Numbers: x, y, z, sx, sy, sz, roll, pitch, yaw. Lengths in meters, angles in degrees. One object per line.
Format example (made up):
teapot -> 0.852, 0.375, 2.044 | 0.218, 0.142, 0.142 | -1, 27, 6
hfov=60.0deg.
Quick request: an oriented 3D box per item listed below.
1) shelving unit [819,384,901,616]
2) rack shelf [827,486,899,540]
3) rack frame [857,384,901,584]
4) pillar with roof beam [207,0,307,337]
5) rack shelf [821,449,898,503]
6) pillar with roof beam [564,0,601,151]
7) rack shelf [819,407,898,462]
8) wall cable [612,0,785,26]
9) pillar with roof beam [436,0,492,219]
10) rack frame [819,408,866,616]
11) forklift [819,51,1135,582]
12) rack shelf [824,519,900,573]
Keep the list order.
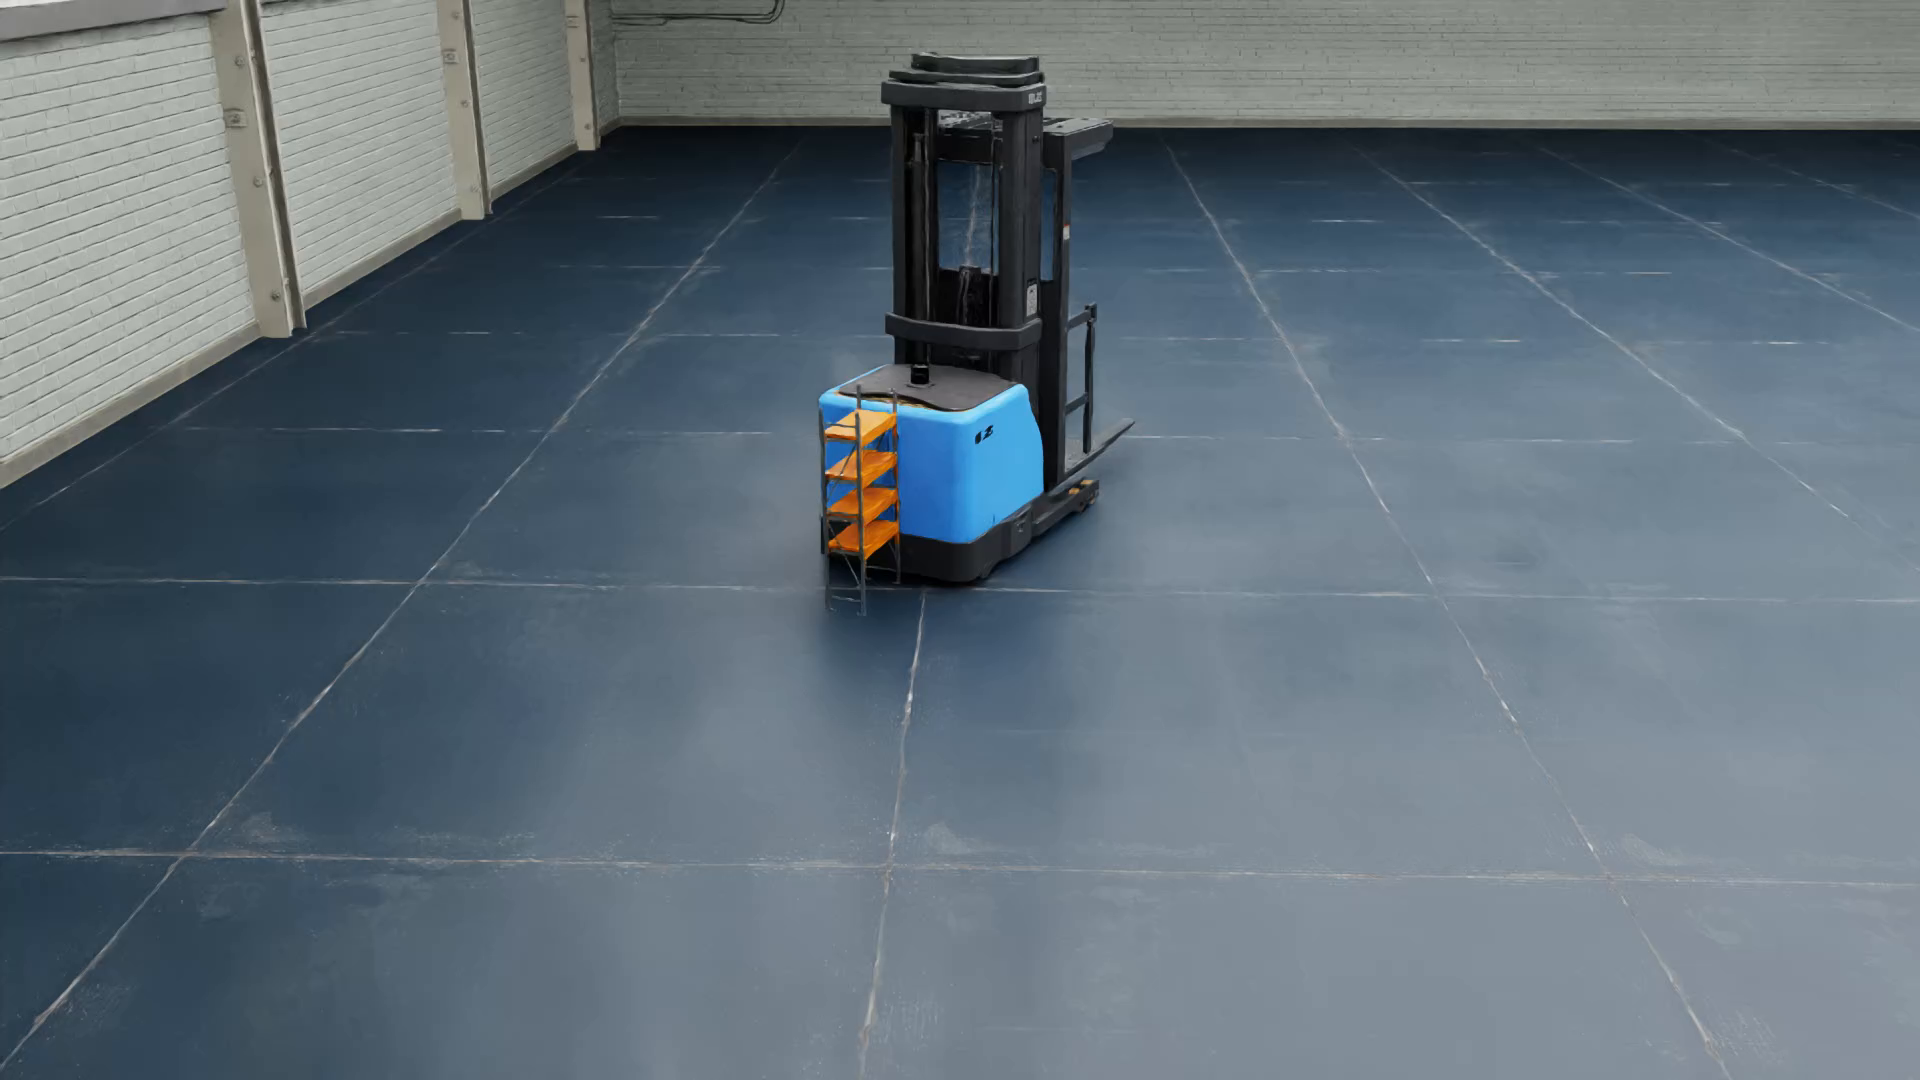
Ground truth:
shelving unit -> -0.561, -0.229, 9.450 | 0.258, 1.200, 0.503 | 8, 23, 20
rack shelf -> -0.560, -0.166, 9.475 | 0.258, 0.148, 0.480 | 8, 23, 20
rack frame -> -0.470, -0.313, 9.660 | 0.240, 1.200, 0.015 | 8, 23, 20
pillar with roof beam -> -2.035, -6.096, 13.801 | 9.100, 9.000, 0.400 | 1, 21, 2
rack shelf -> -0.562, -0.374, 9.392 | 0.258, 0.148, 0.480 | 8, 23, 20
pillar with roof beam -> -1.670, -10.435, 24.983 | 9.100, 9.000, 0.400 | 1, 21, 2
rack shelf -> -0.564, -0.594, 9.304 | 0.258, 0.148, 0.480 | 8, 23, 20
wall cable -> -4.562, -10.085, 28.374 | 3.097, 2.526, 0.112 | 1, 21, 2
pillar with roof beam -> -1.852, -8.266, 19.392 | 9.100, 9.000, 0.400 | 1, 21, 2
rack frame -> -0.651, -0.144, 9.240 | 0.240, 1.200, 0.015 | 8, 23, 20
forklift -> 0.283, -1.612, 10.632 | 1.130, 2.935, 3.031 | 11, 24, 26
rack shelf -> -0.559, 0.018, 9.548 | 0.258, 0.148, 0.480 | 8, 23, 20
